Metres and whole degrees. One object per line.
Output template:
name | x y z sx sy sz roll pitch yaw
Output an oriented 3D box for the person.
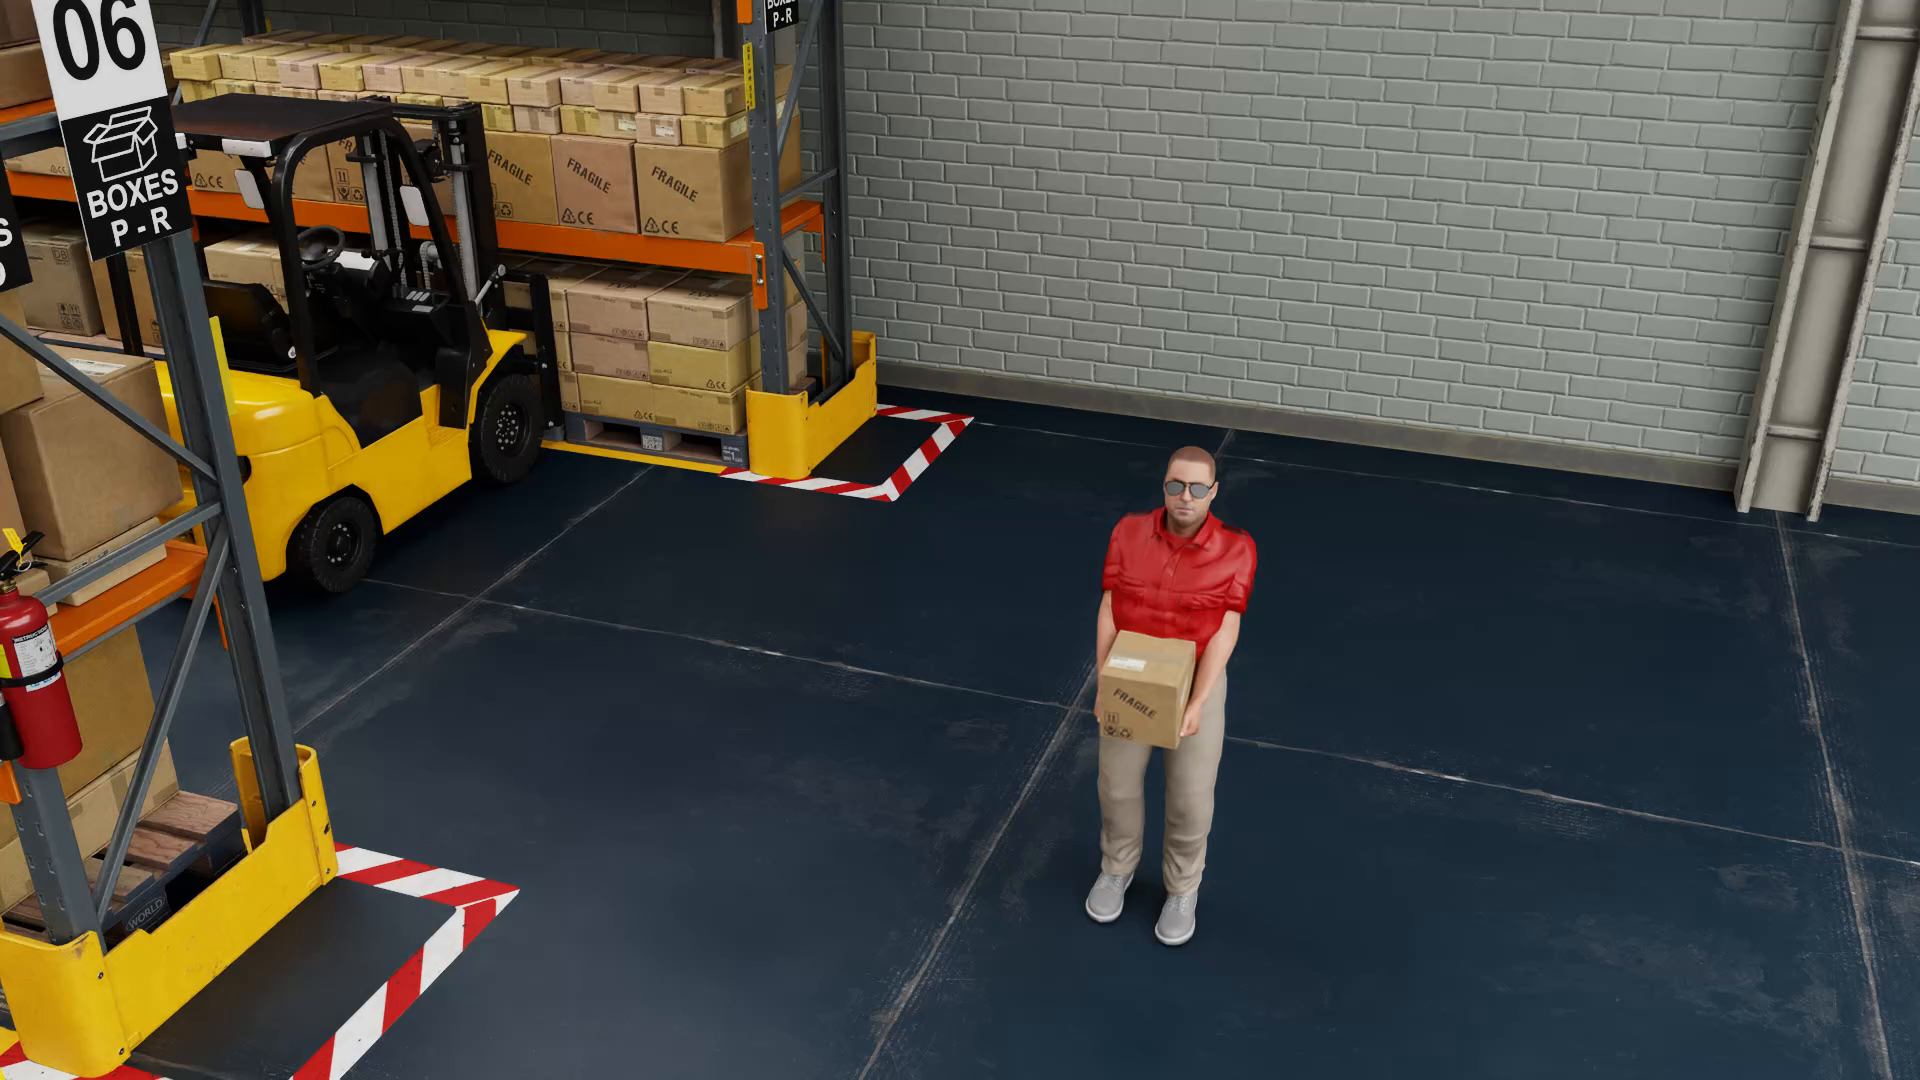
person | 0.673 0.547 5.497 0.495 1.715 0.530 9 27 17
